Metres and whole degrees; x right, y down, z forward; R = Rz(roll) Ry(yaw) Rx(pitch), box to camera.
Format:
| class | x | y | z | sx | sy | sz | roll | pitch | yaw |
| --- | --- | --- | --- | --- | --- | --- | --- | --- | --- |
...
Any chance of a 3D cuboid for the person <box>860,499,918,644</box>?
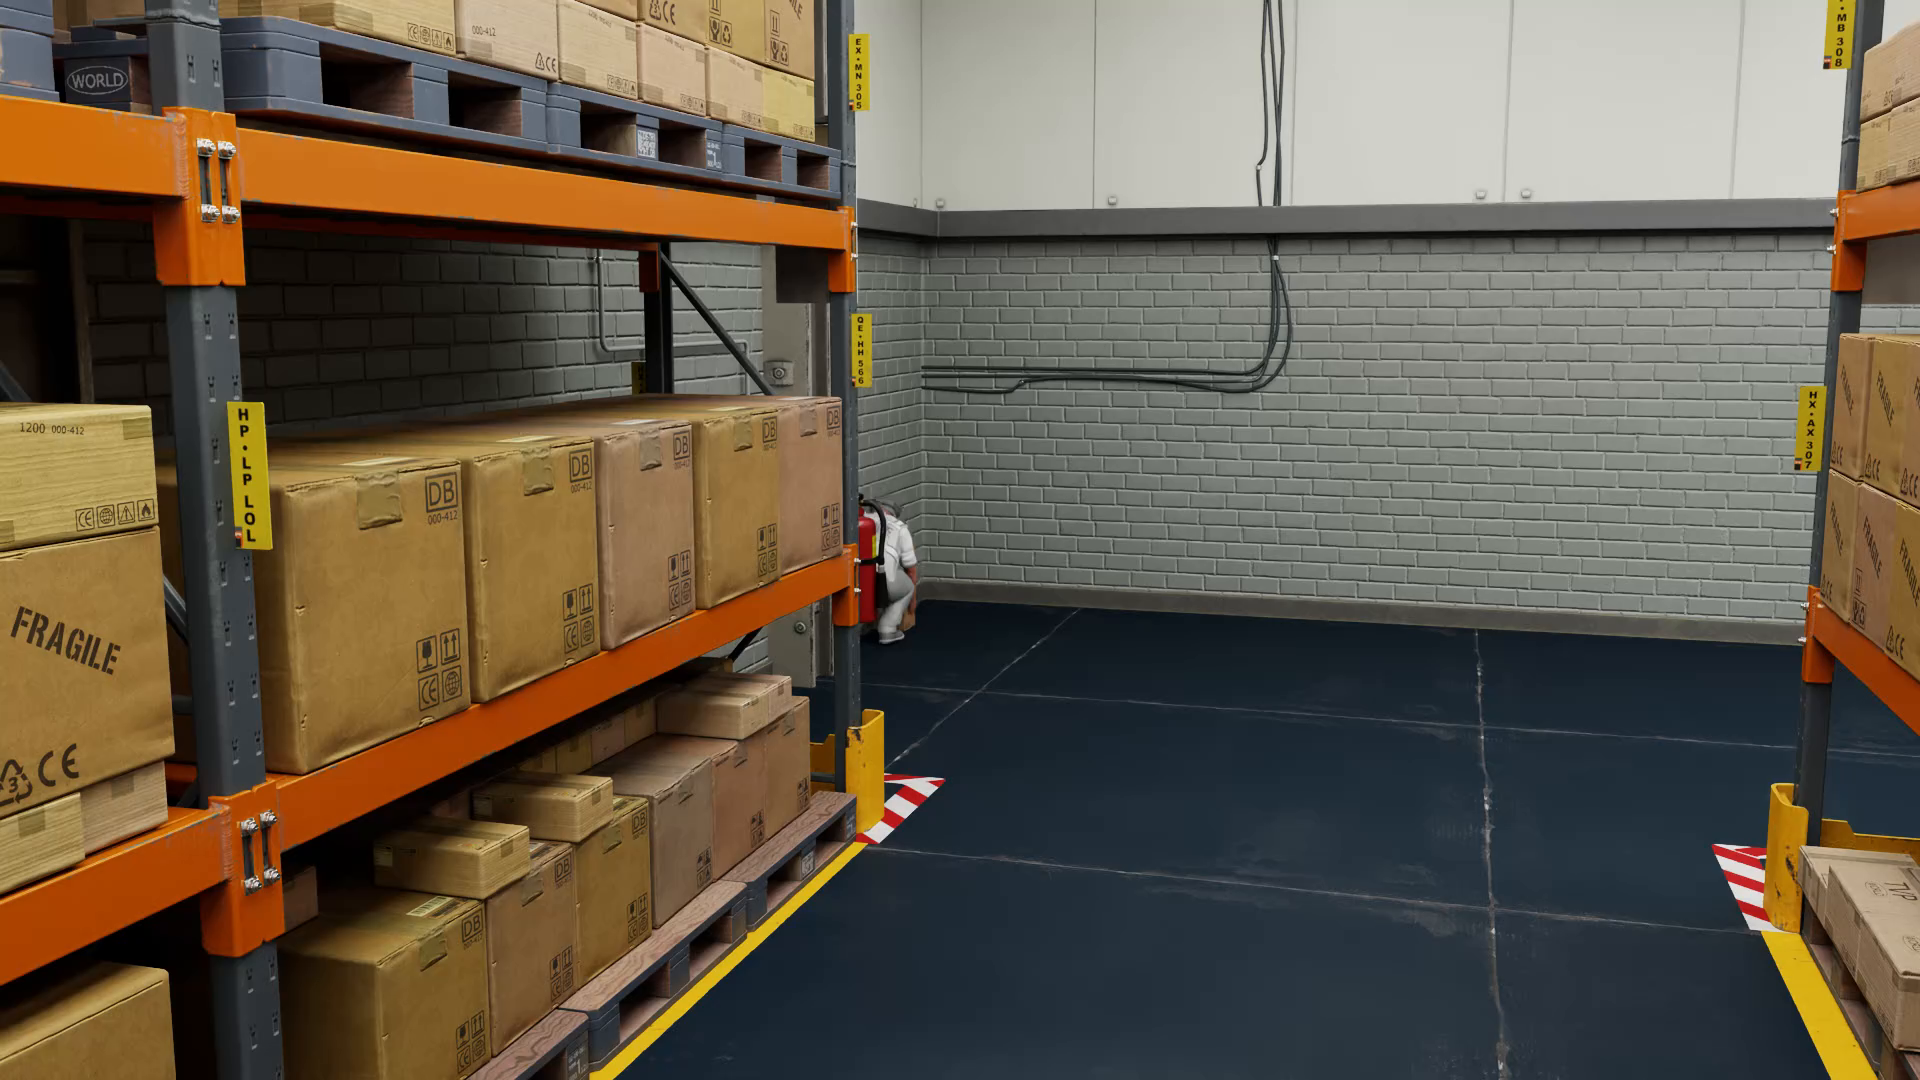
| class | x | y | z | sx | sy | sz | roll | pitch | yaw |
| --- | --- | --- | --- | --- | --- | --- | --- | --- | --- |
| person | -0.617 | 0.224 | 12.004 | 0.565 | 0.973 | 0.950 | 2 | 9 | 16 |
